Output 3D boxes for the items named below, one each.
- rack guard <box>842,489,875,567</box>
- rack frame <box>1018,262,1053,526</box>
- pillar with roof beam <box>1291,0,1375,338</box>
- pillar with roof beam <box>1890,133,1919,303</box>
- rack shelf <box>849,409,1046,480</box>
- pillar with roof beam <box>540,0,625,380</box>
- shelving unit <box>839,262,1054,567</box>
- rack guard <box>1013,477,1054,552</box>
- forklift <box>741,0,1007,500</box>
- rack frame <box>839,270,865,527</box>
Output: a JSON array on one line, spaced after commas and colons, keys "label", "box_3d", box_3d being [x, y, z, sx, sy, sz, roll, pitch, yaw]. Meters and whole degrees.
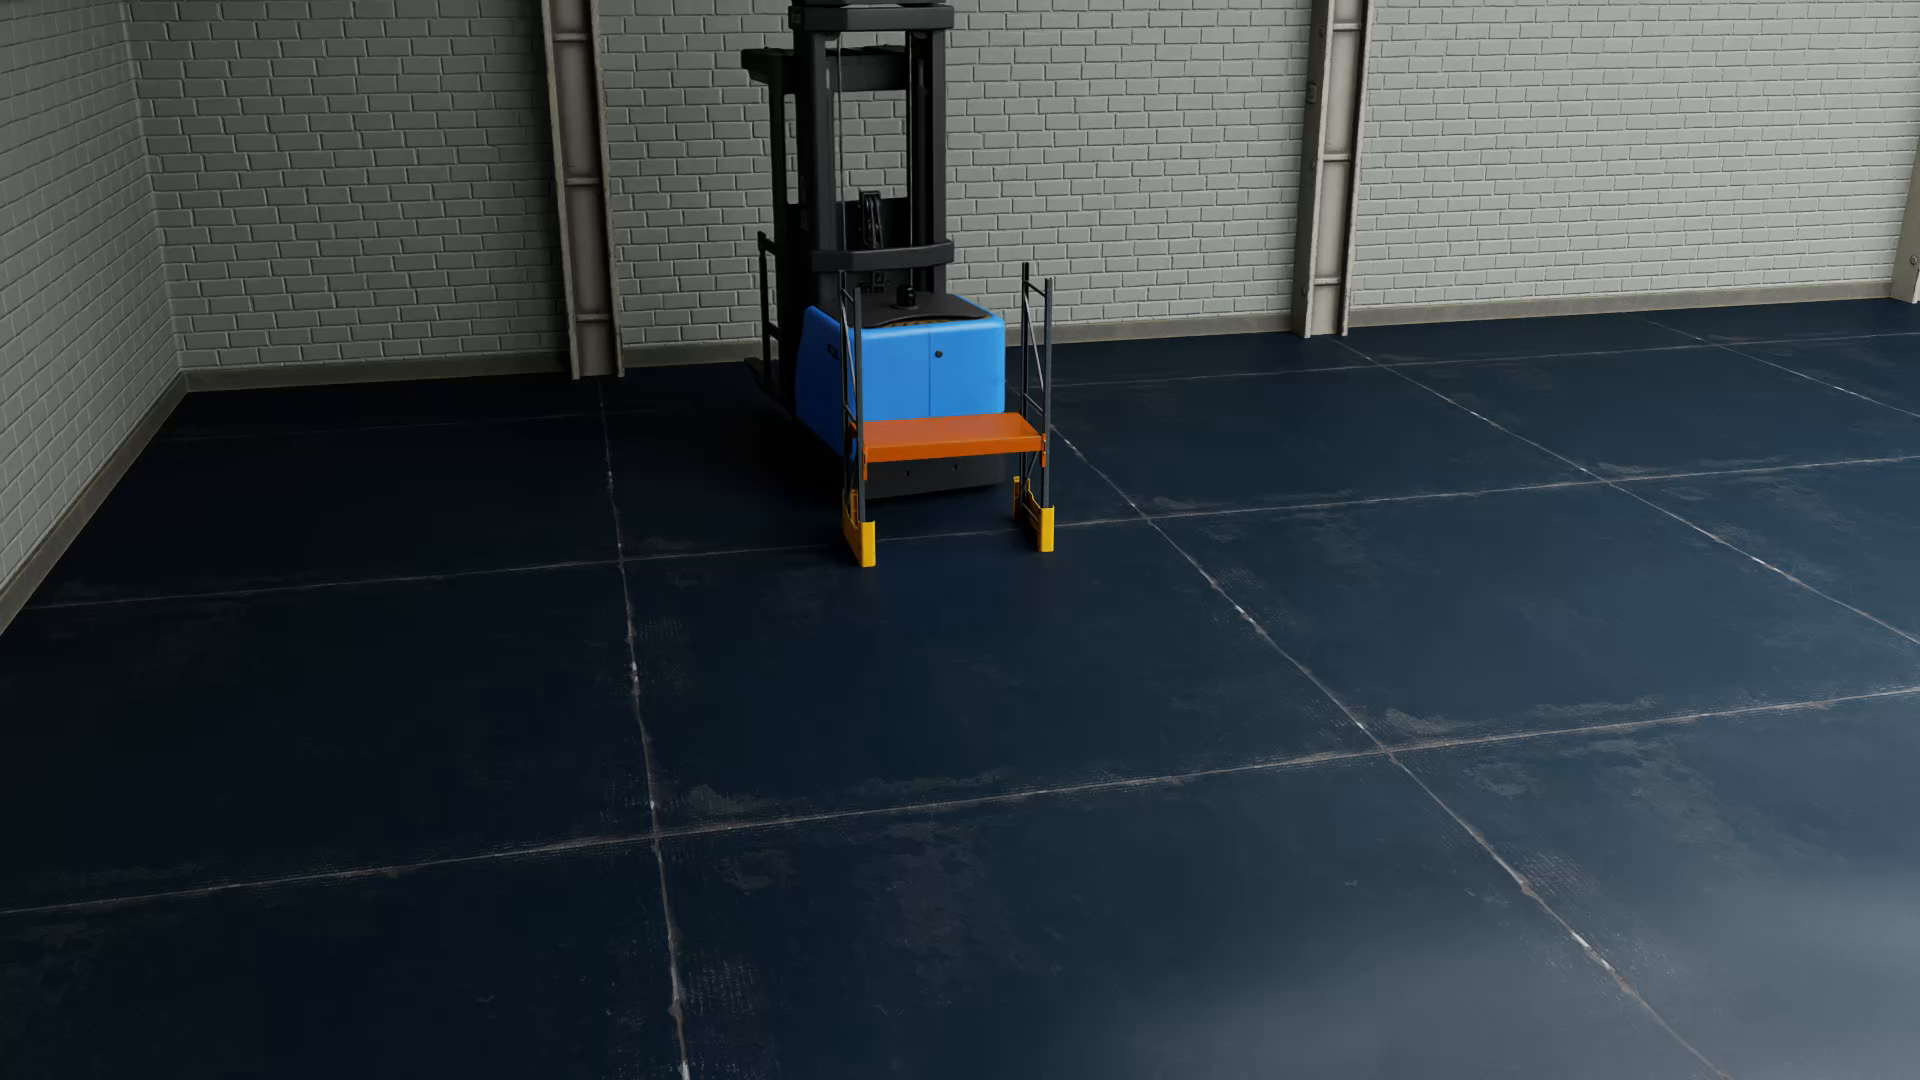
[{"label": "rack guard", "box_3d": [-0.559, -0.072, 9.148, 0.087, 0.250, 0.587, -5, 21, -12]}, {"label": "rack frame", "box_3d": [0.412, -0.738, 9.148, 0.032, 1.500, 0.500, -5, 21, -12]}, {"label": "pillar with roof beam", "box_3d": [4.034, -4.547, 8.643, 0.400, 9.000, 9.100, -5, 21, -12]}, {"label": "pillar with roof beam", "box_3d": [9.873, -5.021, 9.940, 0.400, 9.000, 9.100, -5, 21, -12]}, {"label": "rack shelf", "box_3d": [-0.083, -0.529, 9.100, 1.000, 0.185, 0.538, -5, 21, -12]}, {"label": "pillar with roof beam", "box_3d": [-1.805, -4.072, 7.347, 0.400, 9.000, 9.100, -5, 21, -12]}, {"label": "shelving unit", "box_3d": [-0.074, -0.698, 9.040, 1.083, 1.500, 0.587, -5, 21, -12]}, {"label": "rack guard", "box_3d": [0.410, -0.151, 9.363, 0.087, 0.250, 0.587, -5, 21, -12]}, {"label": "forklift", "box_3d": [-0.732, -2.077, 10.723, 1.130, 2.935, 3.031, -8, 22, -20]}, {"label": "rack frame", "box_3d": [-0.578, -0.657, 8.928, 0.032, 1.500, 0.500, -5, 21, -12]}]
